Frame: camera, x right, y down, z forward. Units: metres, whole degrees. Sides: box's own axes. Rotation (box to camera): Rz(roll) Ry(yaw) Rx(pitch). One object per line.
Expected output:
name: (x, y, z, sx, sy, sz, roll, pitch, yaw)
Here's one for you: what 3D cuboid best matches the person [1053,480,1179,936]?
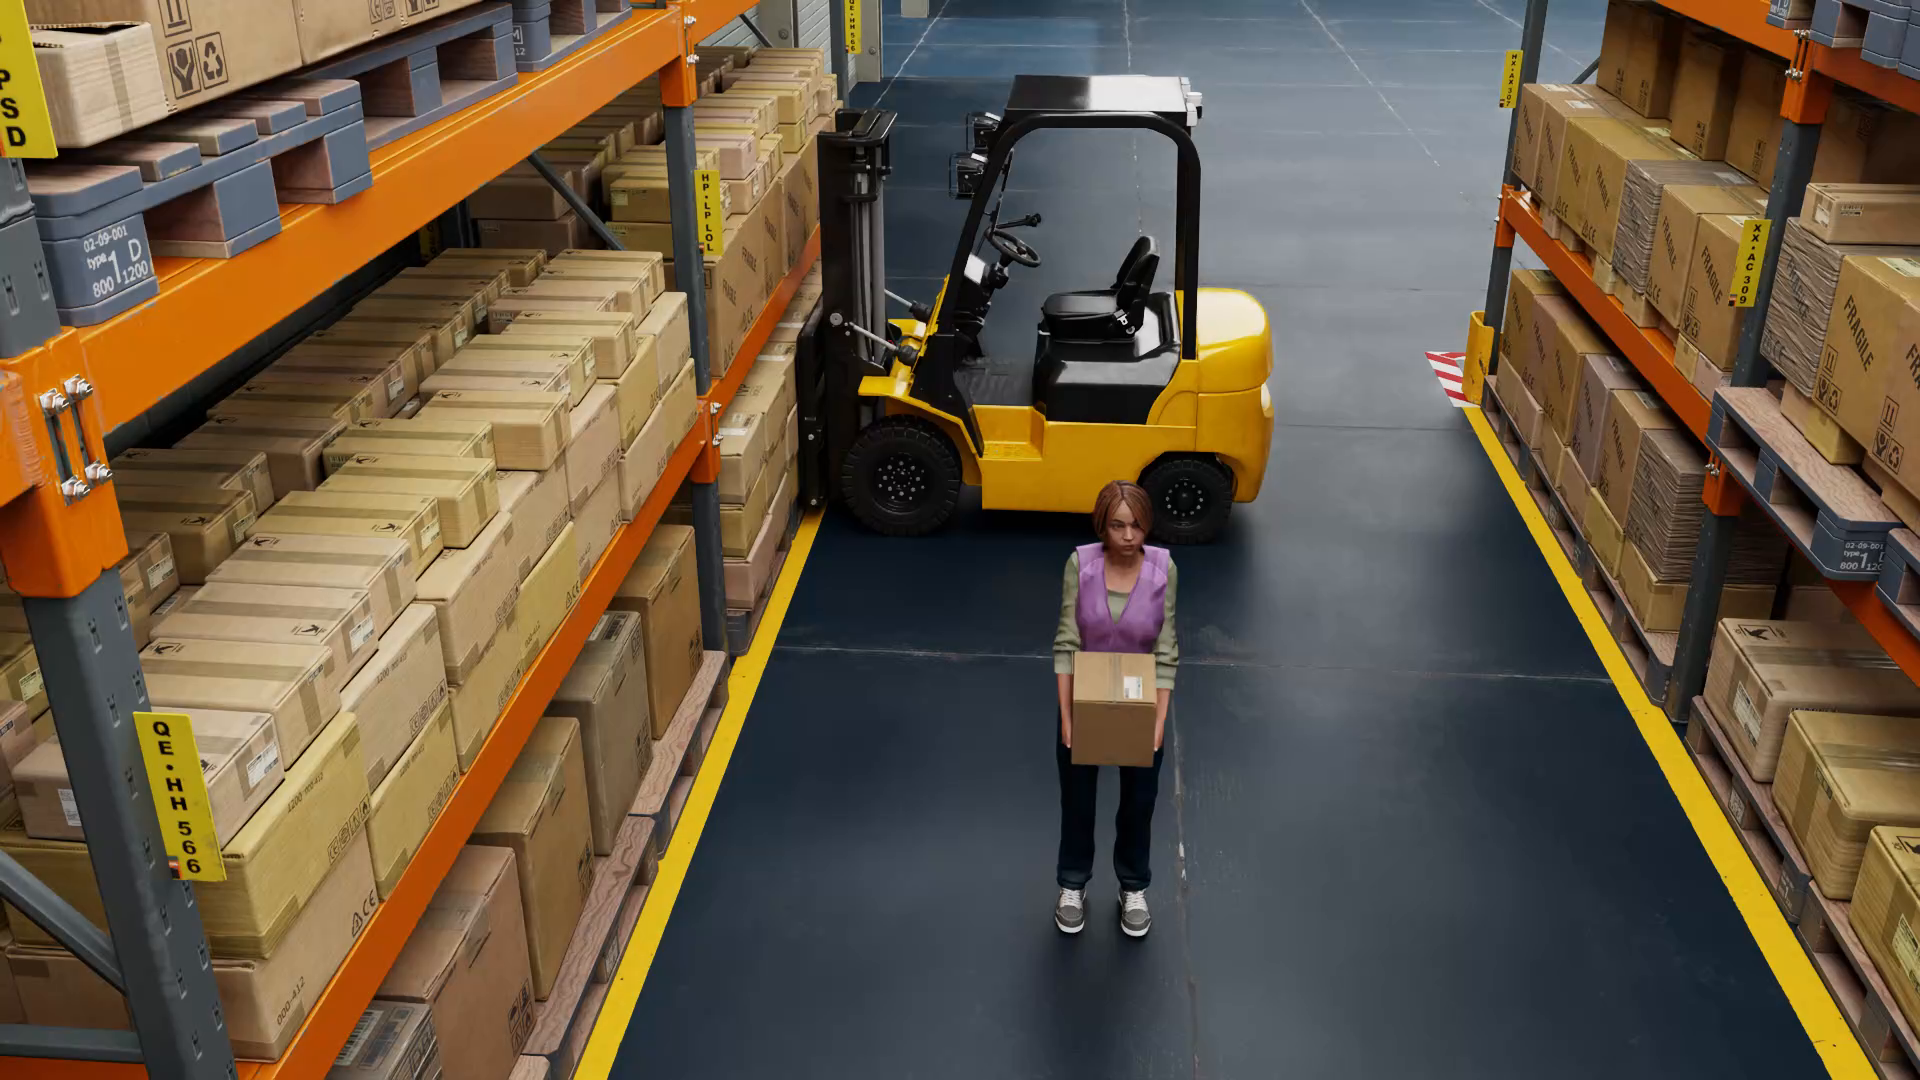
person: (0.491, 0.592, 5.348, 0.396, 1.598, 0.492, 2, 25, 4)
